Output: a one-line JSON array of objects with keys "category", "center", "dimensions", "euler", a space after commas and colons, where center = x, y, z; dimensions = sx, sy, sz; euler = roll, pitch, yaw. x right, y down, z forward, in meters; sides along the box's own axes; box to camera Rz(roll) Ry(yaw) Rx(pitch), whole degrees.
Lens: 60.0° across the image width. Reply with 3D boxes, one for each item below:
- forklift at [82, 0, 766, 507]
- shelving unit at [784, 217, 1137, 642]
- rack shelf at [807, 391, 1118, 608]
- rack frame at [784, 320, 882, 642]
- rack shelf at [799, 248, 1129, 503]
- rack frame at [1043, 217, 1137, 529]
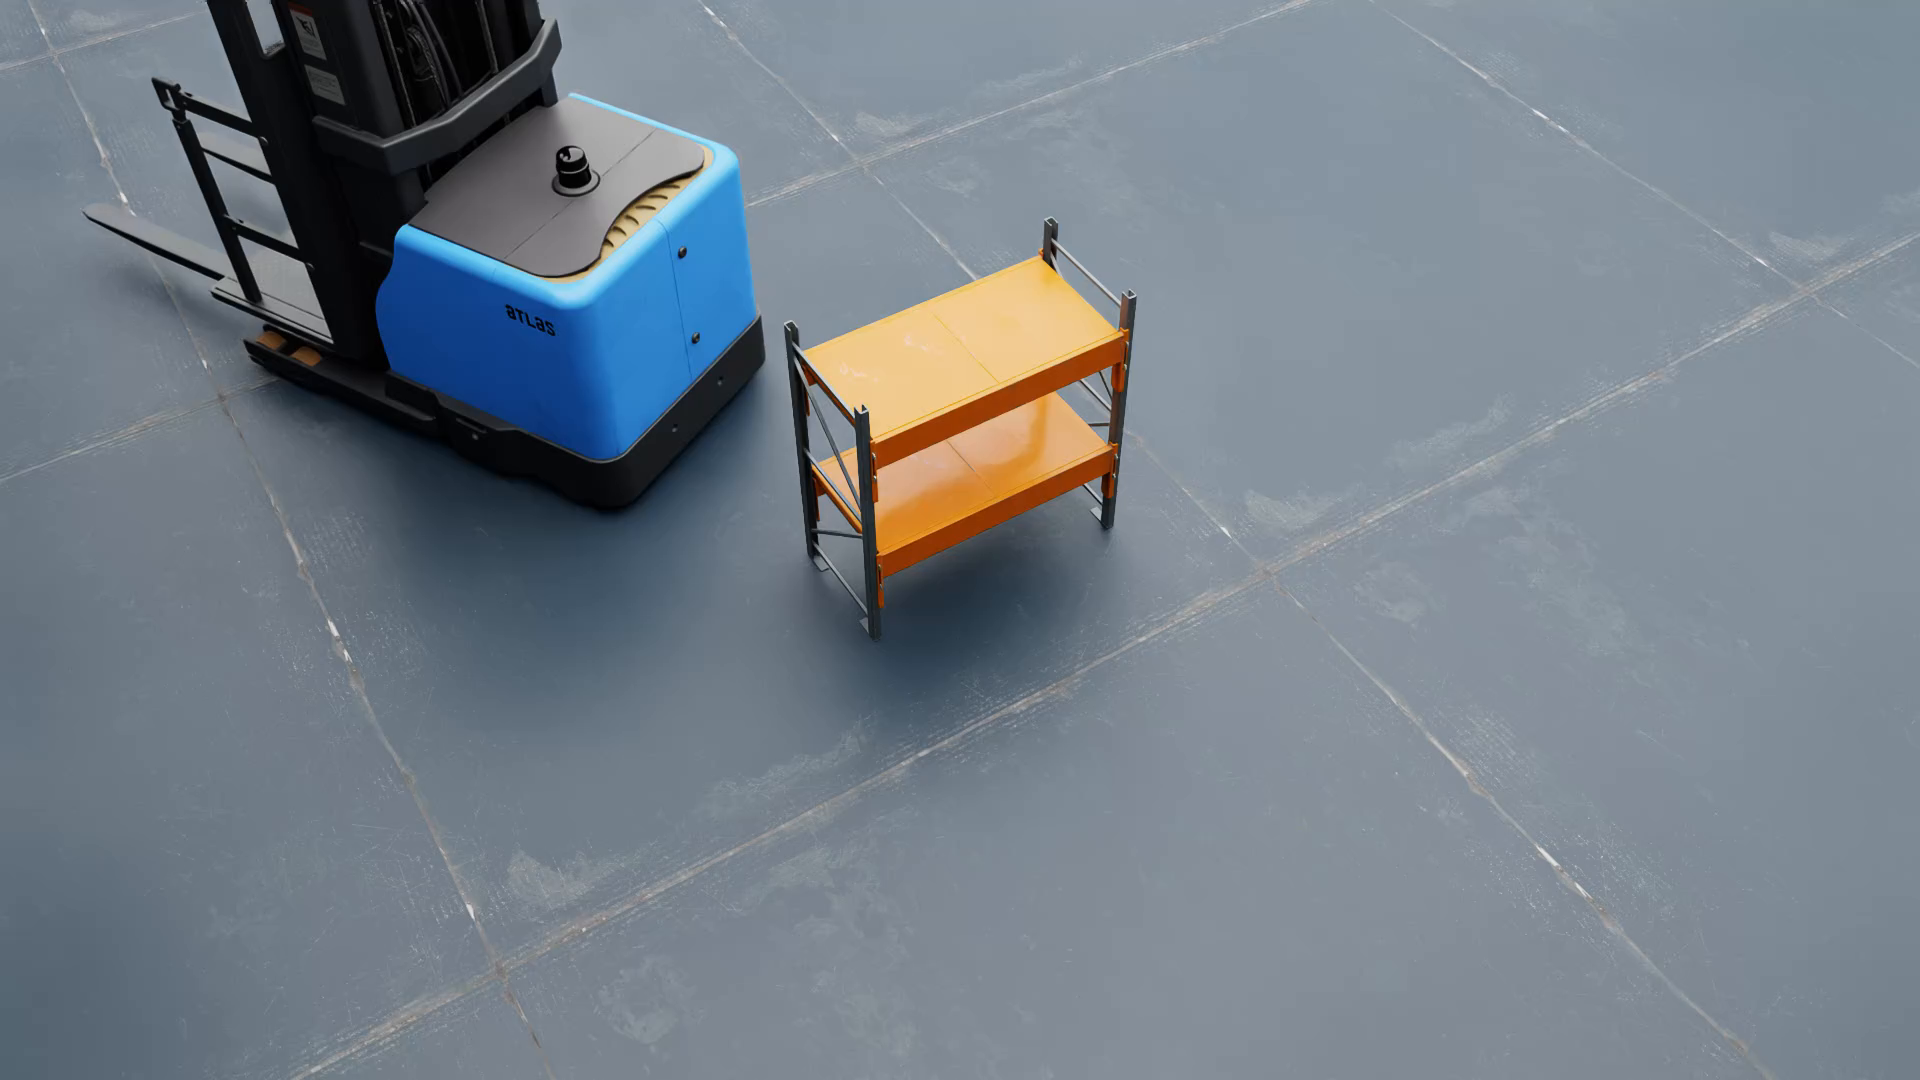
[{"category": "forklift", "center": [-2.335, -1.919, 5.996], "dimensions": [3.031, 2.935, 1.130], "euler": [23, 52, 19]}, {"category": "shelving unit", "center": [0.006, -0.377, 5.832], "dimensions": [1.048, 1.125, 0.538], "euler": [-25, 53, -21]}, {"category": "rack shelf", "center": [0.006, -0.214, 6.015], "dimensions": [1.000, 0.278, 0.538], "euler": [-25, 53, -21]}, {"category": "rack frame", "center": [-0.424, -0.174, 5.652], "dimensions": [0.032, 1.125, 0.500], "euler": [-25, 53, -21]}, {"category": "rack shelf", "center": [0.006, -0.571, 5.614], "dimensions": [1.000, 0.278, 0.538], "euler": [-25, 53, -21]}, {"category": "rack frame", "center": [0.436, -0.579, 6.013], "dimensions": [0.032, 1.125, 0.500], "euler": [-25, 53, -21]}]
